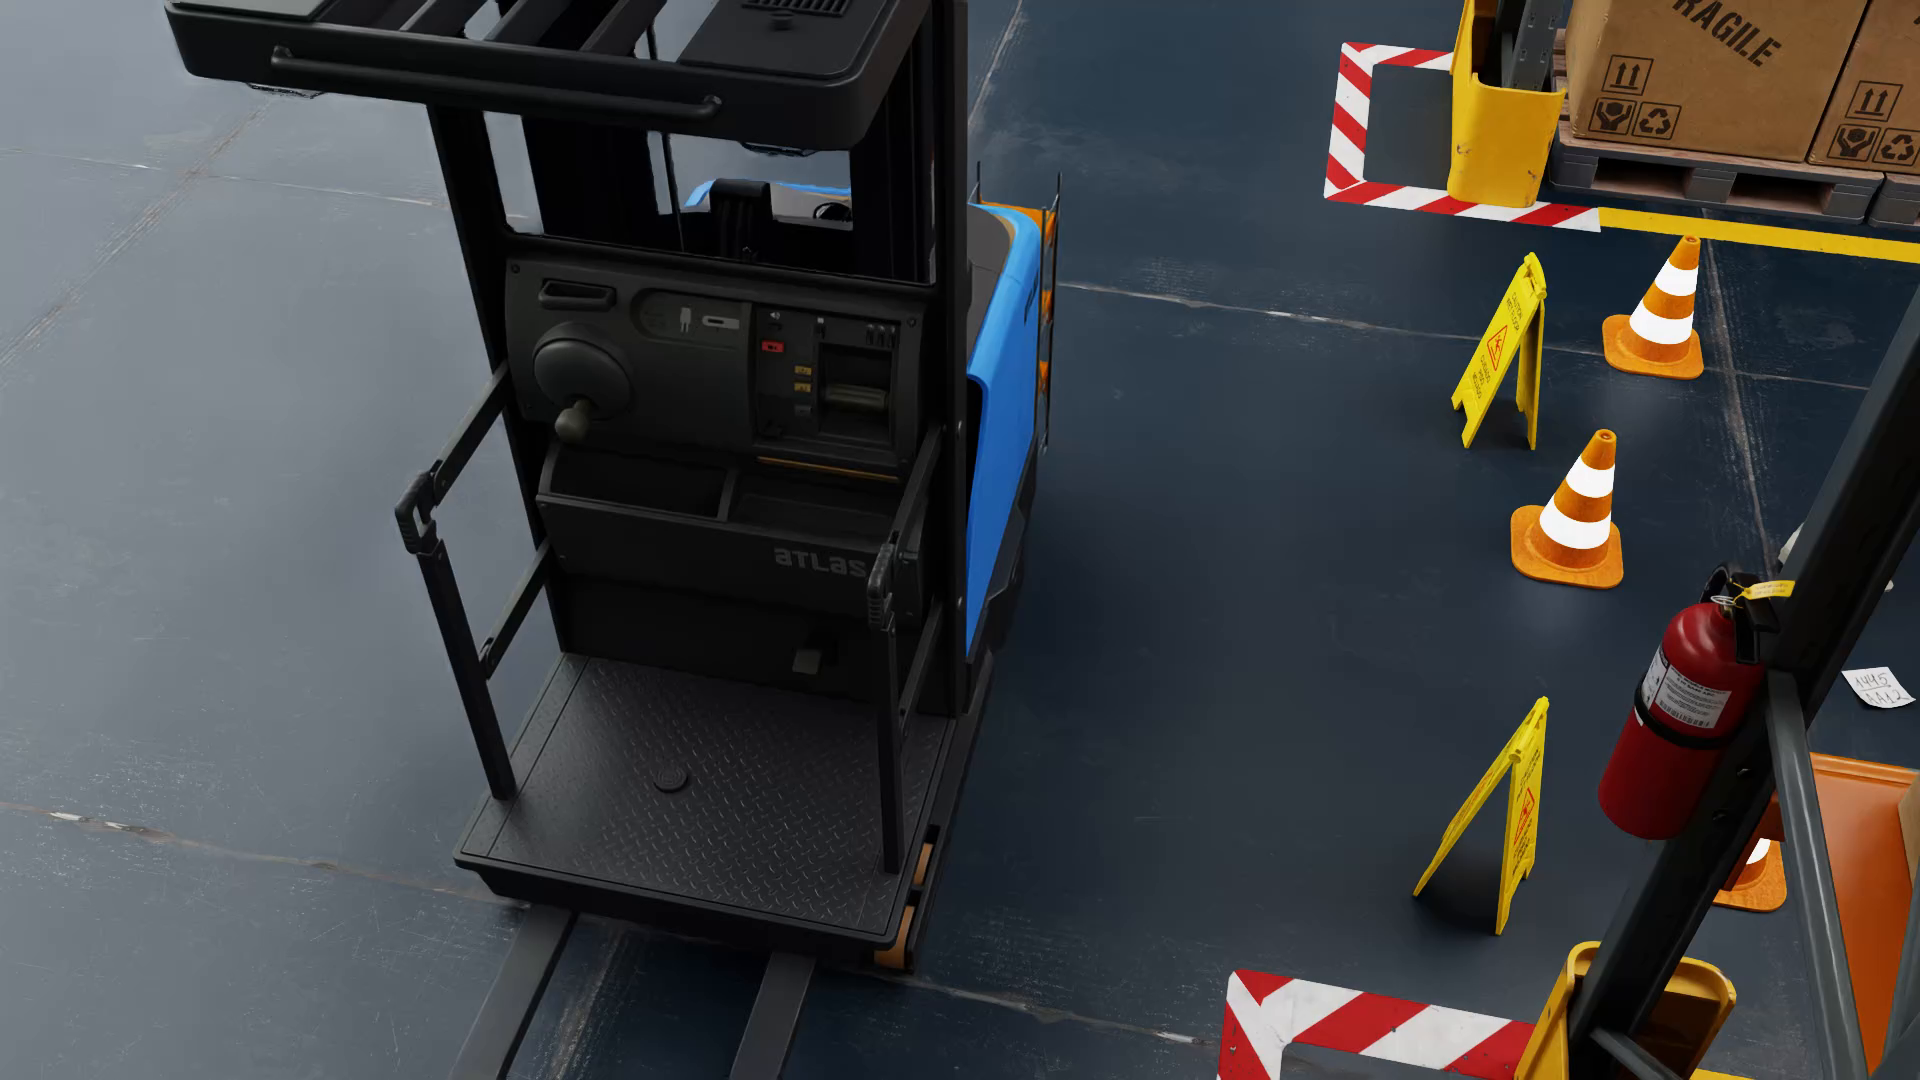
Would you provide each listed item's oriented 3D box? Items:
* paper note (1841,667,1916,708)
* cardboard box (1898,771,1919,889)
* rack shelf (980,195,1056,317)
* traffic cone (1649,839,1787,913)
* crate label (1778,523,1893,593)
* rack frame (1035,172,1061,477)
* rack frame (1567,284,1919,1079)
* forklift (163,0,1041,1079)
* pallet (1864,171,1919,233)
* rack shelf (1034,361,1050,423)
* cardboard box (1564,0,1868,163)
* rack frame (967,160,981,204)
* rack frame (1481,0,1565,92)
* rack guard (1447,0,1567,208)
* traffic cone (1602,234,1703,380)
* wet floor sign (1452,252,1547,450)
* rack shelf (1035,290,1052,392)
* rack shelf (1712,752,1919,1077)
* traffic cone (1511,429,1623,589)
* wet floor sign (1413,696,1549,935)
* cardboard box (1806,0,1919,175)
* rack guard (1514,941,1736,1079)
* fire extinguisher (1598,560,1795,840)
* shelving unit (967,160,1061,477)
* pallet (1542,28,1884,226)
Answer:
[{"bbox_3d":[2.648,0.421,4.791,0.142,0.019,0.148,-5,44,-5],"label":"paper note"},{"bbox_3d":[1.702,0.557,2.689,0.250,0.149,0.380,10,45,10],"label":"cardboard box"},{"bbox_3d":[0.148,-0.849,4.981,0.240,0.259,0.215,11,45,11],"label":"rack shelf"},{"bbox_3d":[1.992,0.661,4.230,0.334,0.463,0.336,9,45,9],"label":"traffic cone"},{"bbox_3d":[2.683,0.053,5.096,0.298,0.136,0.250,-12,45,-12],"label":"crate label"},{"bbox_3d":[0.265,-0.629,5.146,0.008,1.050,0.200,11,45,11],"label":"rack frame"},{"bbox_3d":[1.290,0.557,2.508,0.053,2.616,0.949,9,45,9],"label":"rack frame"},{"bbox_3d":[-0.580,-0.284,3.431,1.130,2.935,3.031,9,45,9],"label":"forklift"},{"bbox_3d":[4.257,-1.551,6.709,1.213,0.211,1.003,9,45,9],"label":"pallet"},{"bbox_3d":[0.148,-0.444,5.370,0.240,0.259,0.215,11,45,11],"label":"rack shelf"},{"bbox_3d":[2.949,-2.138,6.538,0.875,0.875,0.875,9,45,9],"label":"cardboard box"},{"bbox_3d":[0.031,-0.676,5.195,0.008,1.050,0.200,11,45,11],"label":"rack frame"},{"bbox_3d":[2.273,-2.810,6.007,0.127,3.000,1.000,9,45,9],"label":"rack frame"},{"bbox_3d":[2.249,-1.913,6.877,0.348,0.500,1.175,9,45,9],"label":"rack guard"},{"bbox_3d":[2.481,-0.855,5.805,0.334,0.463,0.336,9,45,9],"label":"traffic cone"},{"bbox_3d":[1.812,-0.626,5.436,0.232,0.644,0.267,2,44,2],"label":"wet floor sign"},{"bbox_3d":[0.148,-0.645,5.178,0.240,0.259,0.215,11,45,11],"label":"rack shelf"},{"bbox_3d":[3.242,1.117,2.445,4.000,0.370,1.077,9,45,9],"label":"rack shelf"},{"bbox_3d":[1.902,-0.142,5.063,0.334,0.463,0.336,9,45,9],"label":"traffic cone"},{"bbox_3d":[1.339,0.650,4.109,0.232,0.644,0.267,24,49,23],"label":"wet floor sign"},{"bbox_3d":[3.808,-2.006,6.401,0.875,0.875,0.875,8,45,8],"label":"cardboard box"},{"bbox_3d":[1.365,1.467,3.365,0.348,0.500,1.175,9,45,9],"label":"rack guard"},{"bbox_3d":[1.279,0.254,2.879,0.183,0.674,0.296,9,45,9],"label":"fire extinguisher"},{"bbox_3d":[0.148,-0.652,5.171,0.252,1.050,0.215,11,45,11],"label":"shelving unit"},{"bbox_3d":[3.070,-1.737,6.903,1.213,0.211,1.003,9,45,9],"label":"pallet"}]
